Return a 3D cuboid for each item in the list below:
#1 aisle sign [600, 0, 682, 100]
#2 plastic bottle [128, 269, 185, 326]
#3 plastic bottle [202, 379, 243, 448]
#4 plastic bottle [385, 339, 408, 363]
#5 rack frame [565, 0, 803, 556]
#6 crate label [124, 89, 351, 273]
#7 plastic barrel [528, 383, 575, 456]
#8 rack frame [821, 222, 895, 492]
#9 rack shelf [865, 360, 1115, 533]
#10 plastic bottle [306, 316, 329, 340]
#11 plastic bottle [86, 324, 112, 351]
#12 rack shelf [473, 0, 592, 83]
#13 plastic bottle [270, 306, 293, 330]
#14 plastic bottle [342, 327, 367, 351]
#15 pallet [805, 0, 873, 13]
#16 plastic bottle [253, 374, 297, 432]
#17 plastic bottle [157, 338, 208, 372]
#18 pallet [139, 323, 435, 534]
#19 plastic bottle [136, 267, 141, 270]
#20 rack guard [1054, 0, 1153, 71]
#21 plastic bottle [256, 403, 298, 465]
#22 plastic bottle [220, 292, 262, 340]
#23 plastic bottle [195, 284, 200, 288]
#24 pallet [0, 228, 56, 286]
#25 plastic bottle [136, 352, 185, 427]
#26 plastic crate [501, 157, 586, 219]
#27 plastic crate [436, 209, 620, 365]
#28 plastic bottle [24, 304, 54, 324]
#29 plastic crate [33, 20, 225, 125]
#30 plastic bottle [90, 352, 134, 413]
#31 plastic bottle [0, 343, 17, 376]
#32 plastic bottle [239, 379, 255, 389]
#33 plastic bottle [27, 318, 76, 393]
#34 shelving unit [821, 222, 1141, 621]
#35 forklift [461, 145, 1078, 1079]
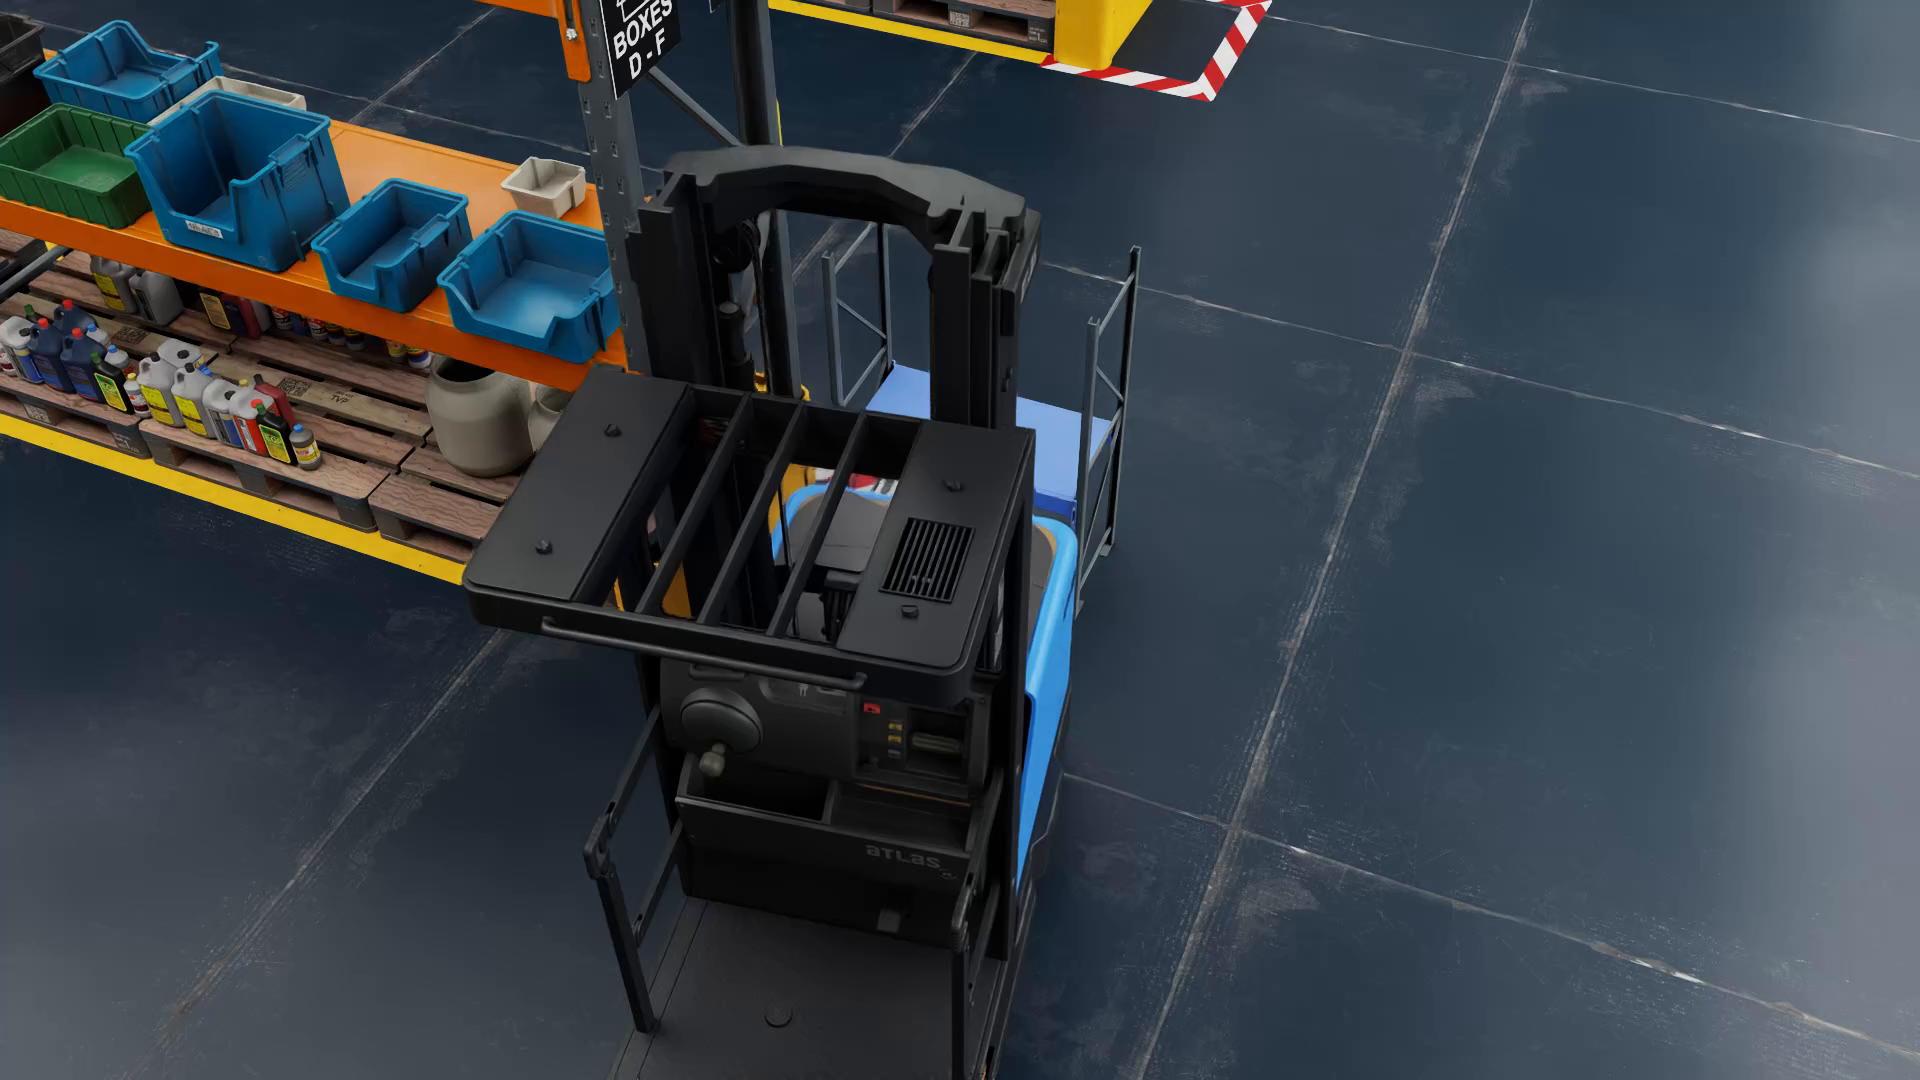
[{"bbox_3d":[-0.959,-1.733,4.861,0.004,0.787,0.394,16,47,16],"label":"aisle sign"},{"bbox_3d":[-3.754,-1.159,7.746,0.135,0.276,0.152,16,47,16],"label":"plastic bottle"},{"bbox_3d":[-3.125,-0.552,7.137,0.135,0.276,0.152,15,47,15],"label":"plastic bottle"},{"bbox_3d":[-2.560,-0.912,7.551,0.097,0.201,0.097,0,45,0],"label":"plastic bottle"},{"bbox_3d":[-0.911,-1.025,5.992,0.127,3.000,1.000,16,47,16],"label":"rack frame"},{"bbox_3d":[-2.714,-1.361,6.305,0.616,0.435,0.502,16,47,16],"label":"crate label"},{"bbox_3d":[-1.548,-0.421,6.851,0.421,0.512,0.421,0,45,0],"label":"plastic barrel"},{"bbox_3d":[-0.390,-0.647,6.675,0.032,1.500,0.500,16,47,16],"label":"rack frame"},{"bbox_3d":[0.079,-0.381,6.663,1.000,0.185,0.538,16,47,16],"label":"rack shelf"},{"bbox_3d":[-2.965,-1.031,7.671,0.097,0.201,0.097,0,45,0],"label":"plastic bottle"},{"bbox_3d":[-3.837,-0.850,7.439,0.097,0.271,0.097,0,45,0],"label":"plastic bottle"},{"bbox_3d":[-2.757,-2.376,5.734,4.000,0.370,1.077,16,47,16],"label":"rack shelf"},{"bbox_3d":[-3.154,-1.087,7.727,0.097,0.201,0.097,0,45,0],"label":"plastic bottle"},{"bbox_3d":[-2.781,-1.002,7.592,0.097,0.271,0.097,0,45,0],"label":"plastic bottle"},{"bbox_3d":[-0.933,-3.857,10.816,1.213,0.211,1.003,16,47,16],"label":"pallet"},{"bbox_3d":[-2.957,-0.587,7.166,0.133,0.283,0.061,16,47,16],"label":"plastic bottle"},{"bbox_3d":[-3.417,-0.749,7.334,0.135,0.276,0.152,16,47,16],"label":"plastic bottle"},{"bbox_3d":[-2.869,-0.583,7.525,1.213,0.211,1.003,16,47,16],"label":"pallet"},{"bbox_3d":[-3.898,-1.341,7.876,0.185,0.351,0.144,15,47,15],"label":"plastic bottle"},{"bbox_3d":[0.925,-3.383,10.135,0.348,0.500,1.175,16,47,16],"label":"rack guard"},{"bbox_3d":[-2.890,-0.451,7.029,0.133,0.283,0.061,17,47,17],"label":"plastic bottle"},{"bbox_3d":[-3.314,-1.061,7.642,0.133,0.283,0.061,16,47,16],"label":"plastic bottle"},{"bbox_3d":[-3.554,-1.247,7.830,0.133,0.283,0.061,19,48,18],"label":"plastic bottle"},{"bbox_3d":[-5.343,-1.310,8.256,1.213,0.211,1.003,16,47,16],"label":"pallet"},{"bbox_3d":[-3.451,-0.672,7.204,0.185,0.351,0.144,16,47,16],"label":"plastic bottle"},{"bbox_3d":[-1.613,-1.384,6.540,0.250,0.136,0.298,16,47,16],"label":"plastic crate"},{"bbox_3d":[-1.488,-0.913,5.985,0.616,0.251,0.499,16,47,16],"label":"plastic crate"},{"bbox_3d":[-4.128,-0.932,7.512,0.133,0.283,0.061,16,47,16],"label":"plastic bottle"},{"bbox_3d":[-3.477,-1.934,7.012,0.616,0.251,0.499,16,47,16],"label":"plastic crate"},{"bbox_3d":[-3.707,-0.691,7.271,0.133,0.283,0.061,18,48,18],"label":"plastic bottle"},{"bbox_3d":[-4.290,-0.848,7.486,0.097,0.201,0.097,0,45,0],"label":"plastic bottle"},{"bbox_3d":[-3.094,-0.612,7.250,0.097,0.201,0.097,0,45,0],"label":"plastic bottle"},{"bbox_3d":[-4.018,-0.839,7.371,0.185,0.351,0.144,18,47,17],"label":"plastic bottle"},{"bbox_3d":[0.079,-0.509,6.537,1.048,1.500,0.538,16,47,16],"label":"shelving unit"},{"bbox_3d":[-0.422,0.596,4.412,1.130,2.935,3.031,9,46,9],"label":"forklift"}]
